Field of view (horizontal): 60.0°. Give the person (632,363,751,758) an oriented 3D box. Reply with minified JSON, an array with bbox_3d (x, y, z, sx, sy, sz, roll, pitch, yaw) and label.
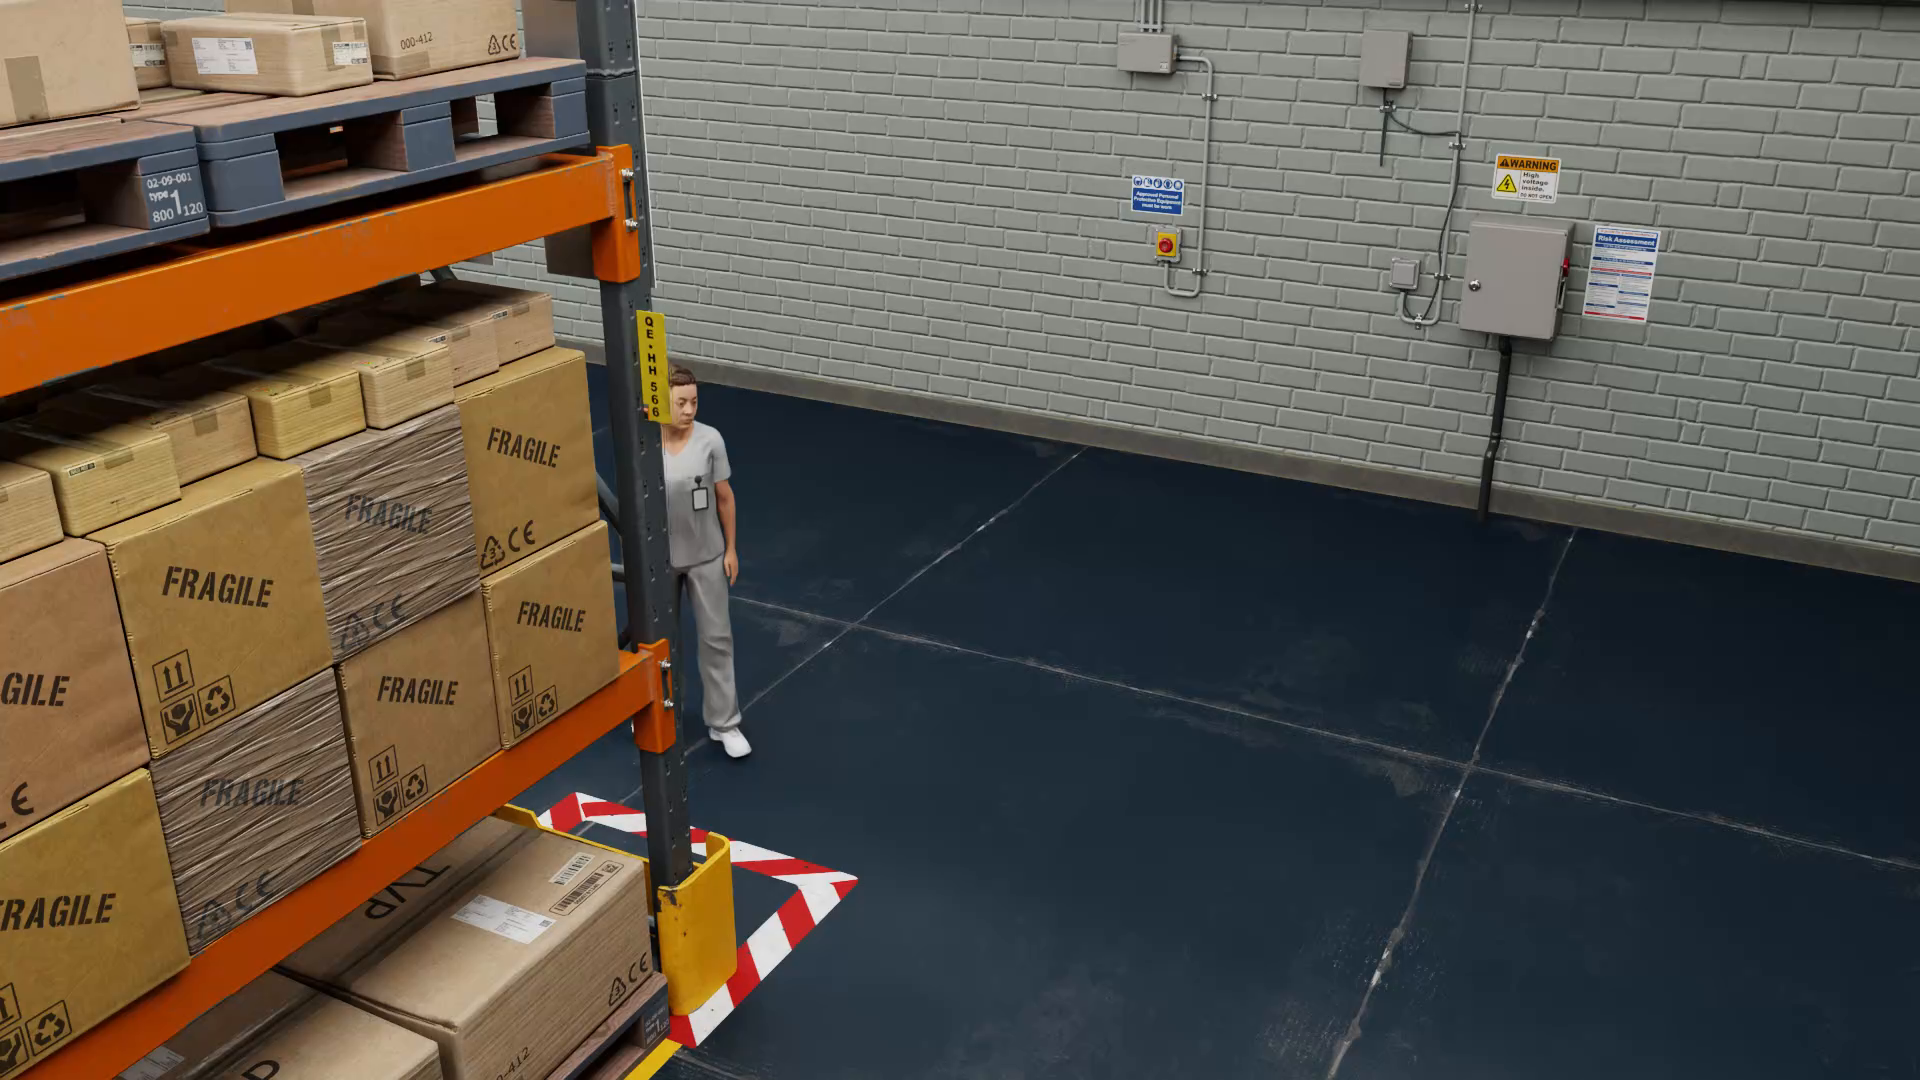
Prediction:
[{"bbox_3d":[-1.164,0.079,6.872,0.498,1.670,0.514,-4,23,-9],"label":"person"}]
